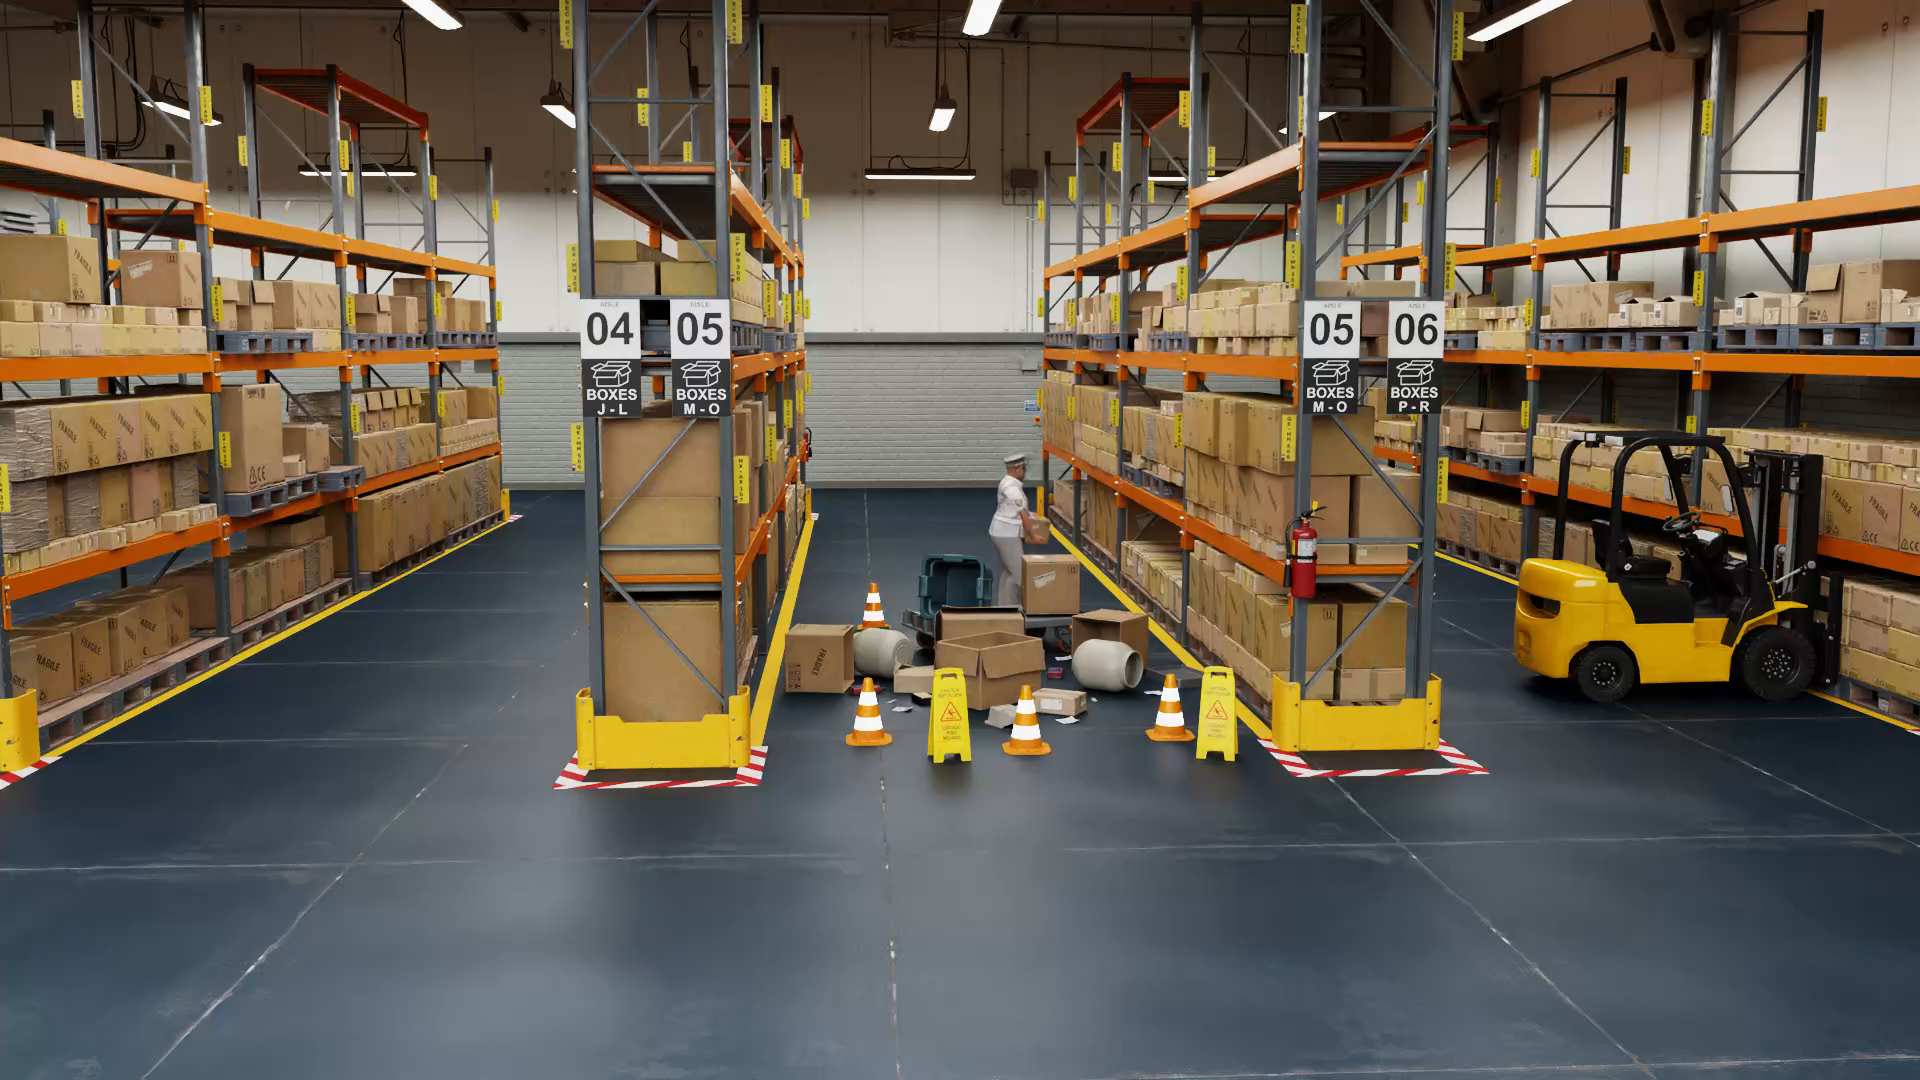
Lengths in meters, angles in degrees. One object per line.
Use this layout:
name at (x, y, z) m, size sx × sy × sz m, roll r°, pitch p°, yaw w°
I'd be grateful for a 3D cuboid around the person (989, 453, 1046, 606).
person at (0.599, -0.029, 17.471) m, size 0.582 × 1.756 × 0.488 m, roll -1°, pitch 7°, yaw -5°
